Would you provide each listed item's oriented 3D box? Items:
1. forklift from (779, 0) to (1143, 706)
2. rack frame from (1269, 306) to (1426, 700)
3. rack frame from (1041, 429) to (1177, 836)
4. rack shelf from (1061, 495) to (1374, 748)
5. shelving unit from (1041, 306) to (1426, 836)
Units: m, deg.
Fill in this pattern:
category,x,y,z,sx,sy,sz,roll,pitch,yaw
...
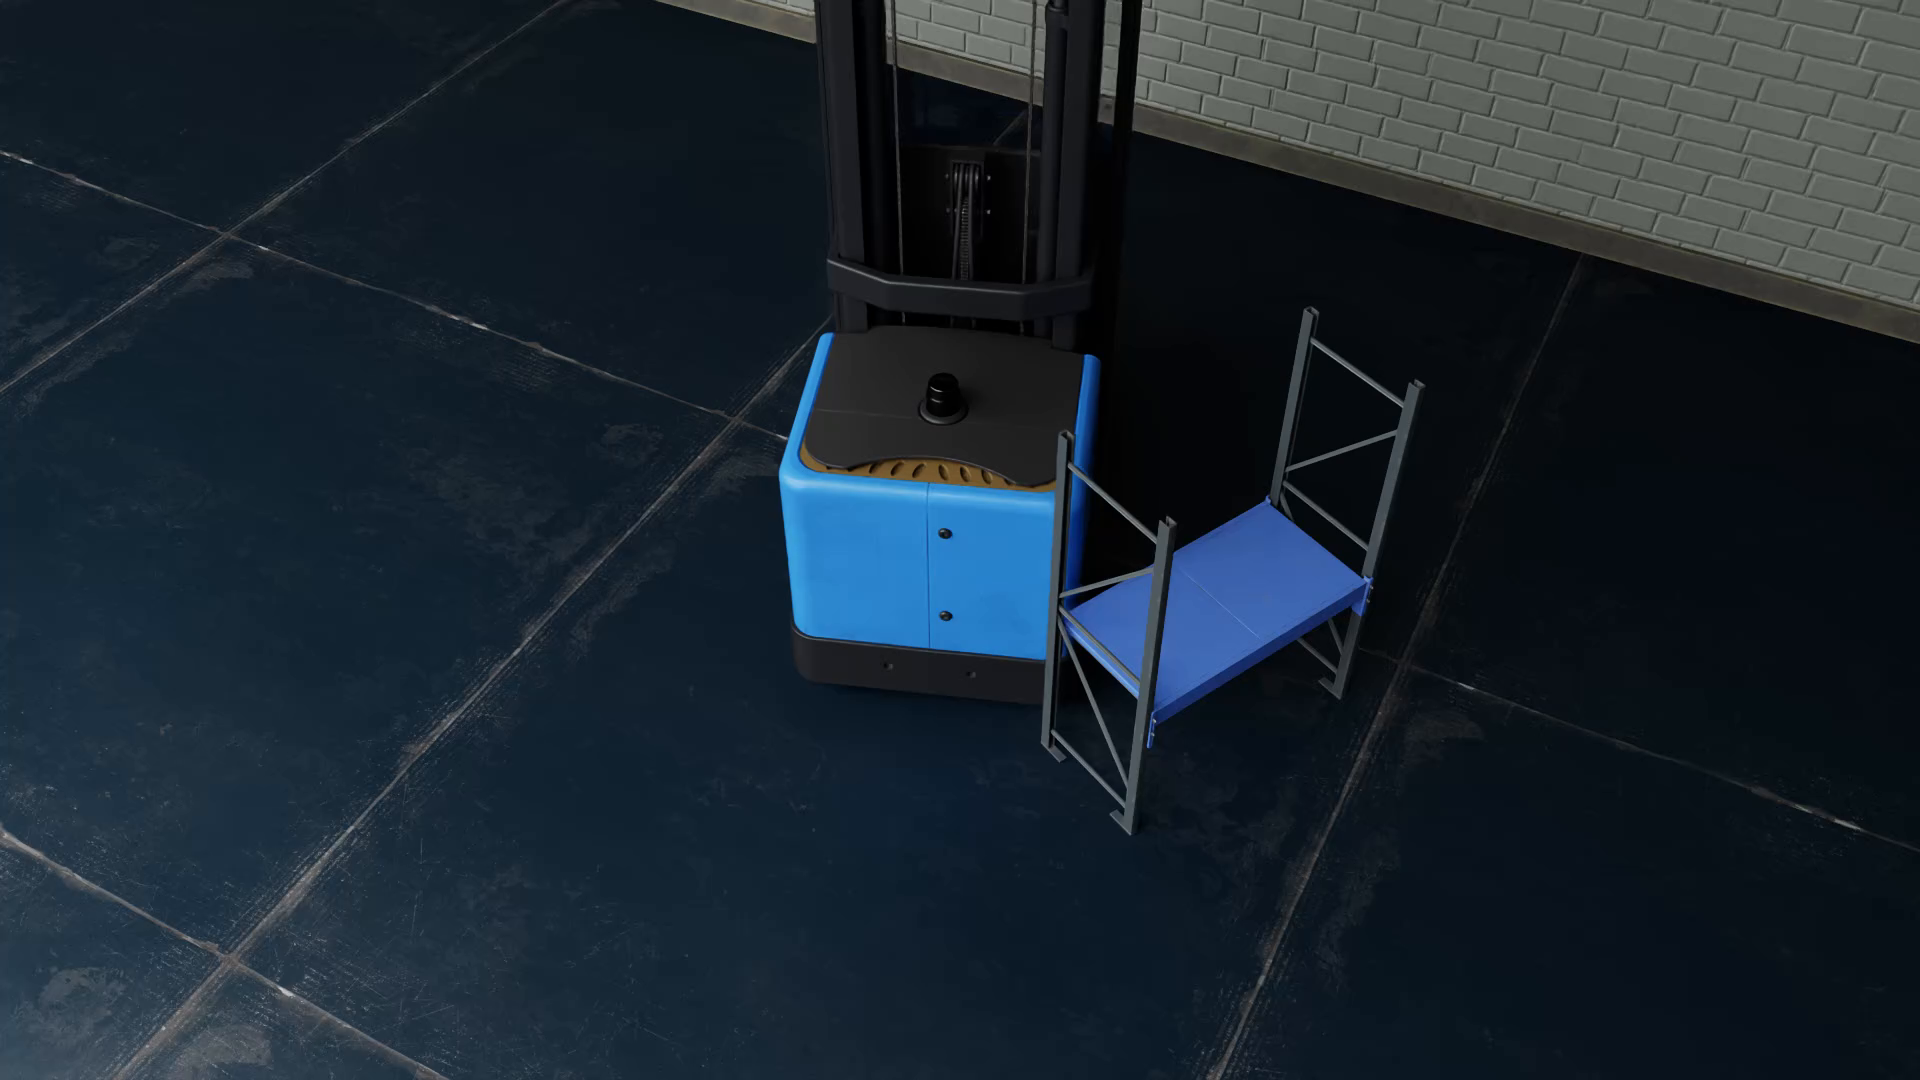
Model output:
category,x,y,z,sx,sy,sz,roll,pitch,yaw
forklift,0.092,-1.483,6.155,1.130,2.935,3.031,5,46,5
rack frame,1.272,-0.083,5.777,0.032,1.500,0.500,-28,51,-25
rack frame,0.453,0.345,5.354,0.032,1.500,0.500,-28,51,-25
rack shelf,0.863,0.258,5.694,1.000,0.185,0.538,-28,51,-25
shelving unit,0.863,0.131,5.566,1.048,1.500,0.538,-28,51,-25
